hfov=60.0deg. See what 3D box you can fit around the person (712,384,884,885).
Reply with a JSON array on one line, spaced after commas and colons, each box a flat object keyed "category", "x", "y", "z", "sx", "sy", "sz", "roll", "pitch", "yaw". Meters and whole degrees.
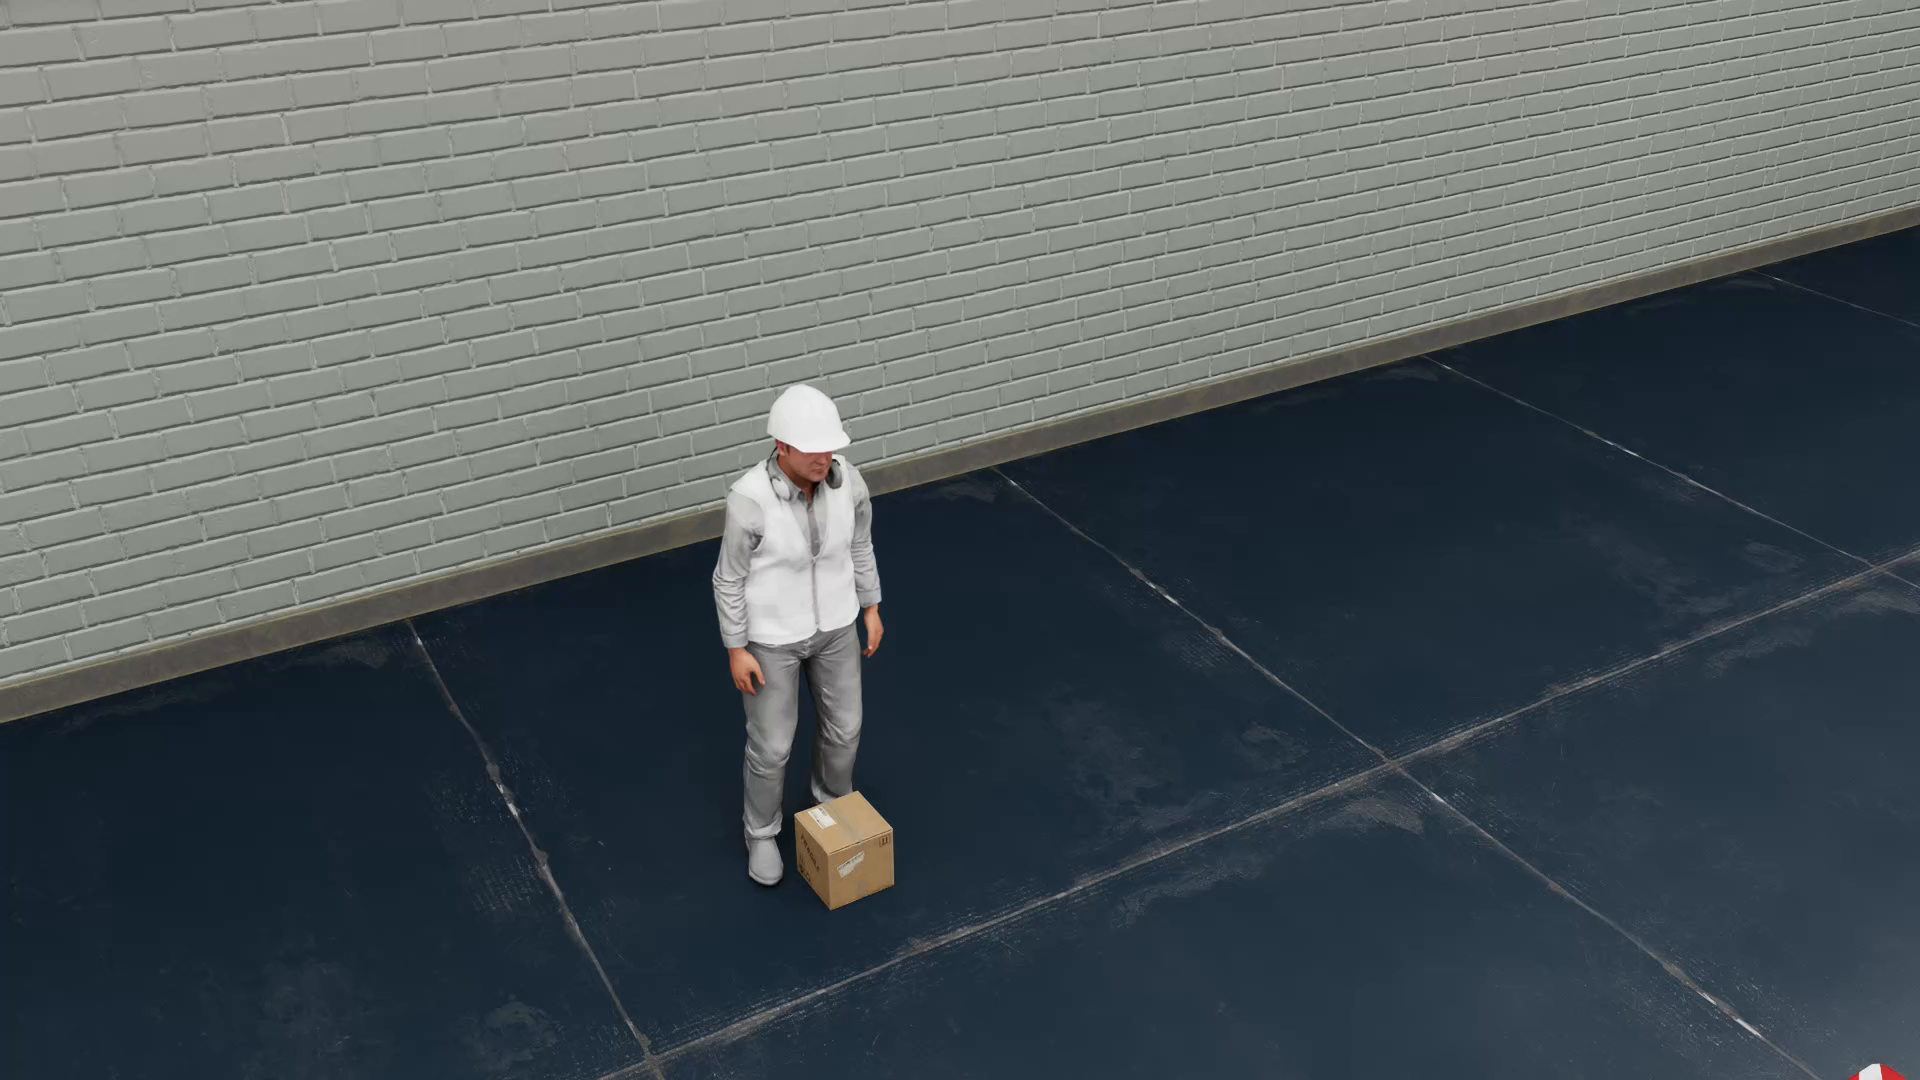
[{"category": "person", "x": -0.528, "y": 0.294, "z": 5.562, "sx": 0.591, "sy": 1.773, "sz": 0.458, "roll": -17, "pitch": 33, "yaw": -28}]
